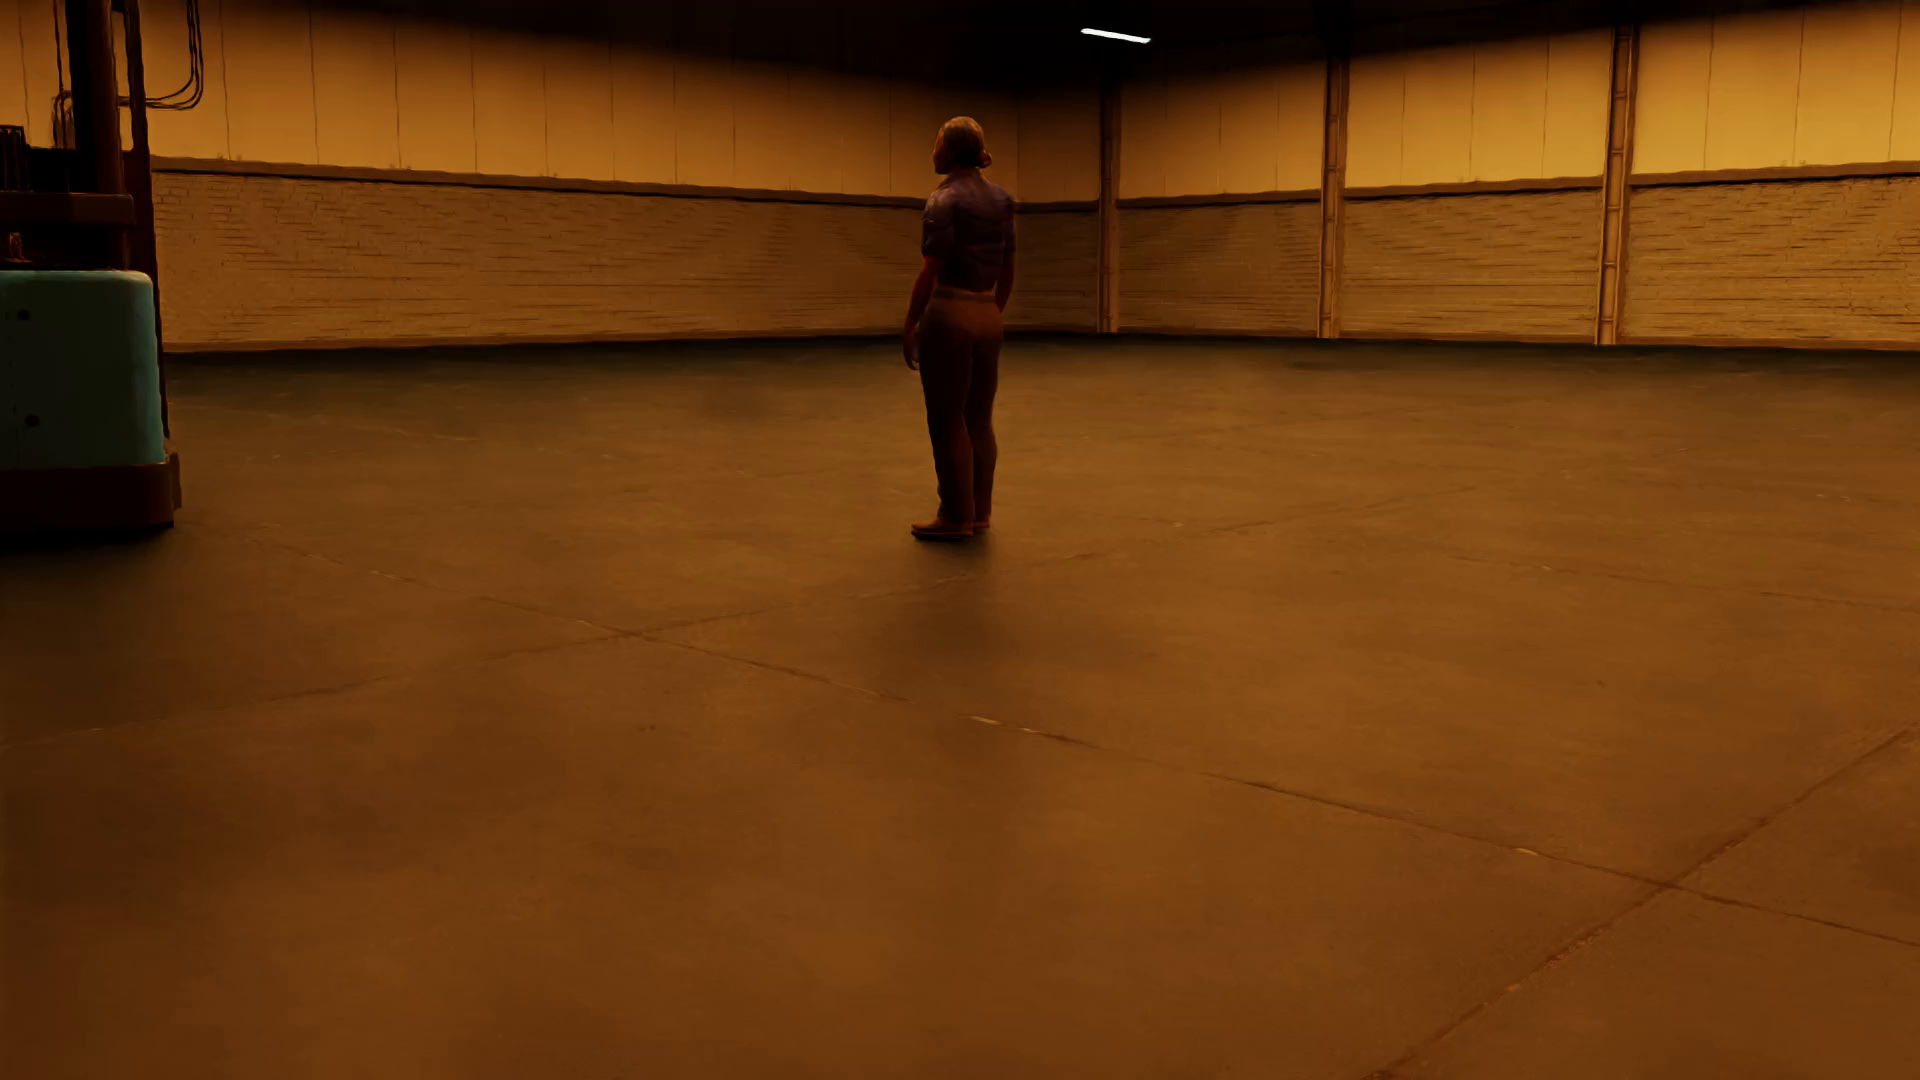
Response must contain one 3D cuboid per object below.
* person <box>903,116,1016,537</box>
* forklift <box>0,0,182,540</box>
[{"bbox_3d":[-0.050,-0.836,6.667,0.503,1.654,0.570,8,12,43],"label":"person"},{"bbox_3d":[-4.293,-1.613,7.589,1.130,2.935,3.031,-4,10,-26],"label":"forklift"}]
